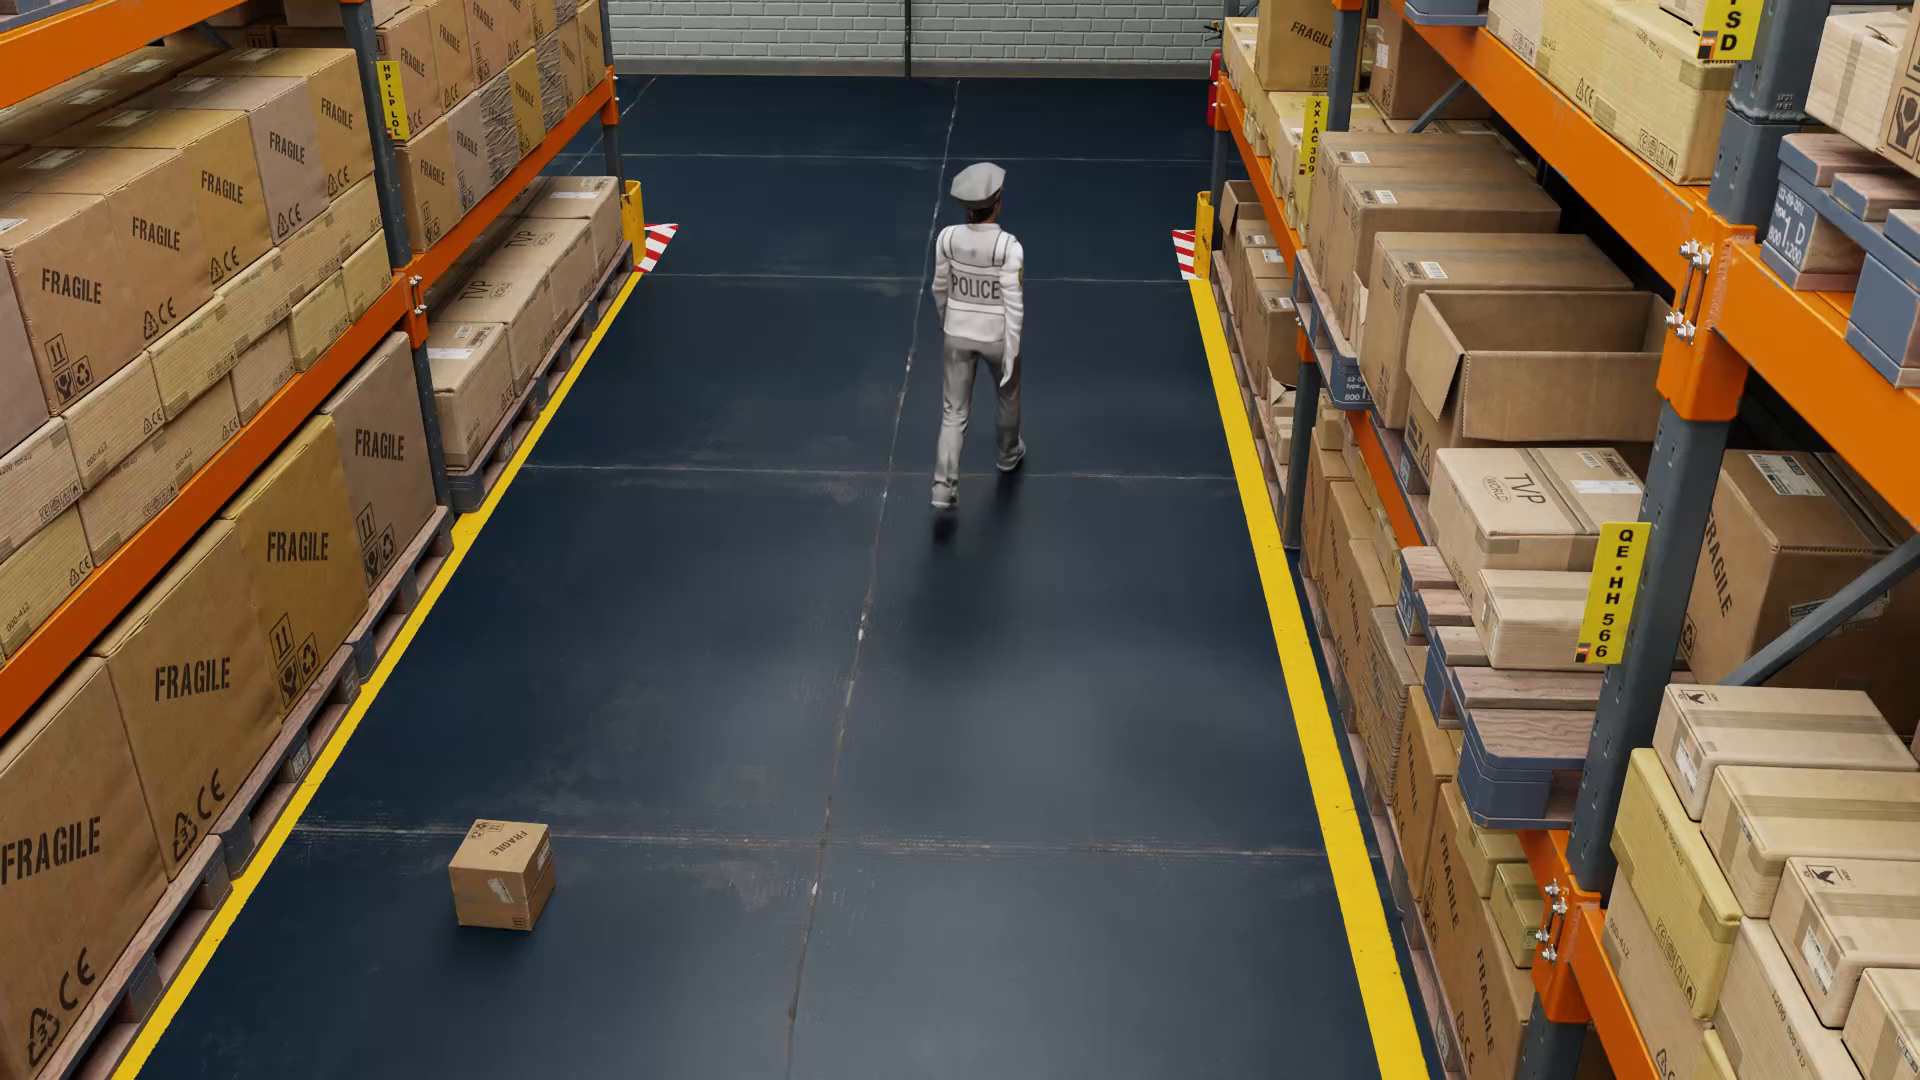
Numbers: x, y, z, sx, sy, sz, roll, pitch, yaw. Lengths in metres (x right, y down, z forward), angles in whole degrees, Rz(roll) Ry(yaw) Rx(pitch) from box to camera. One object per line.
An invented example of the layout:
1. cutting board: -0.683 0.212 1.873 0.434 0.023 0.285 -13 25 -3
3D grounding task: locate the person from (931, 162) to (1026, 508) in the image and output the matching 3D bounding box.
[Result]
1. person: 0.089 -0.979 7.911 0.481 1.639 1.009 7 29 13
